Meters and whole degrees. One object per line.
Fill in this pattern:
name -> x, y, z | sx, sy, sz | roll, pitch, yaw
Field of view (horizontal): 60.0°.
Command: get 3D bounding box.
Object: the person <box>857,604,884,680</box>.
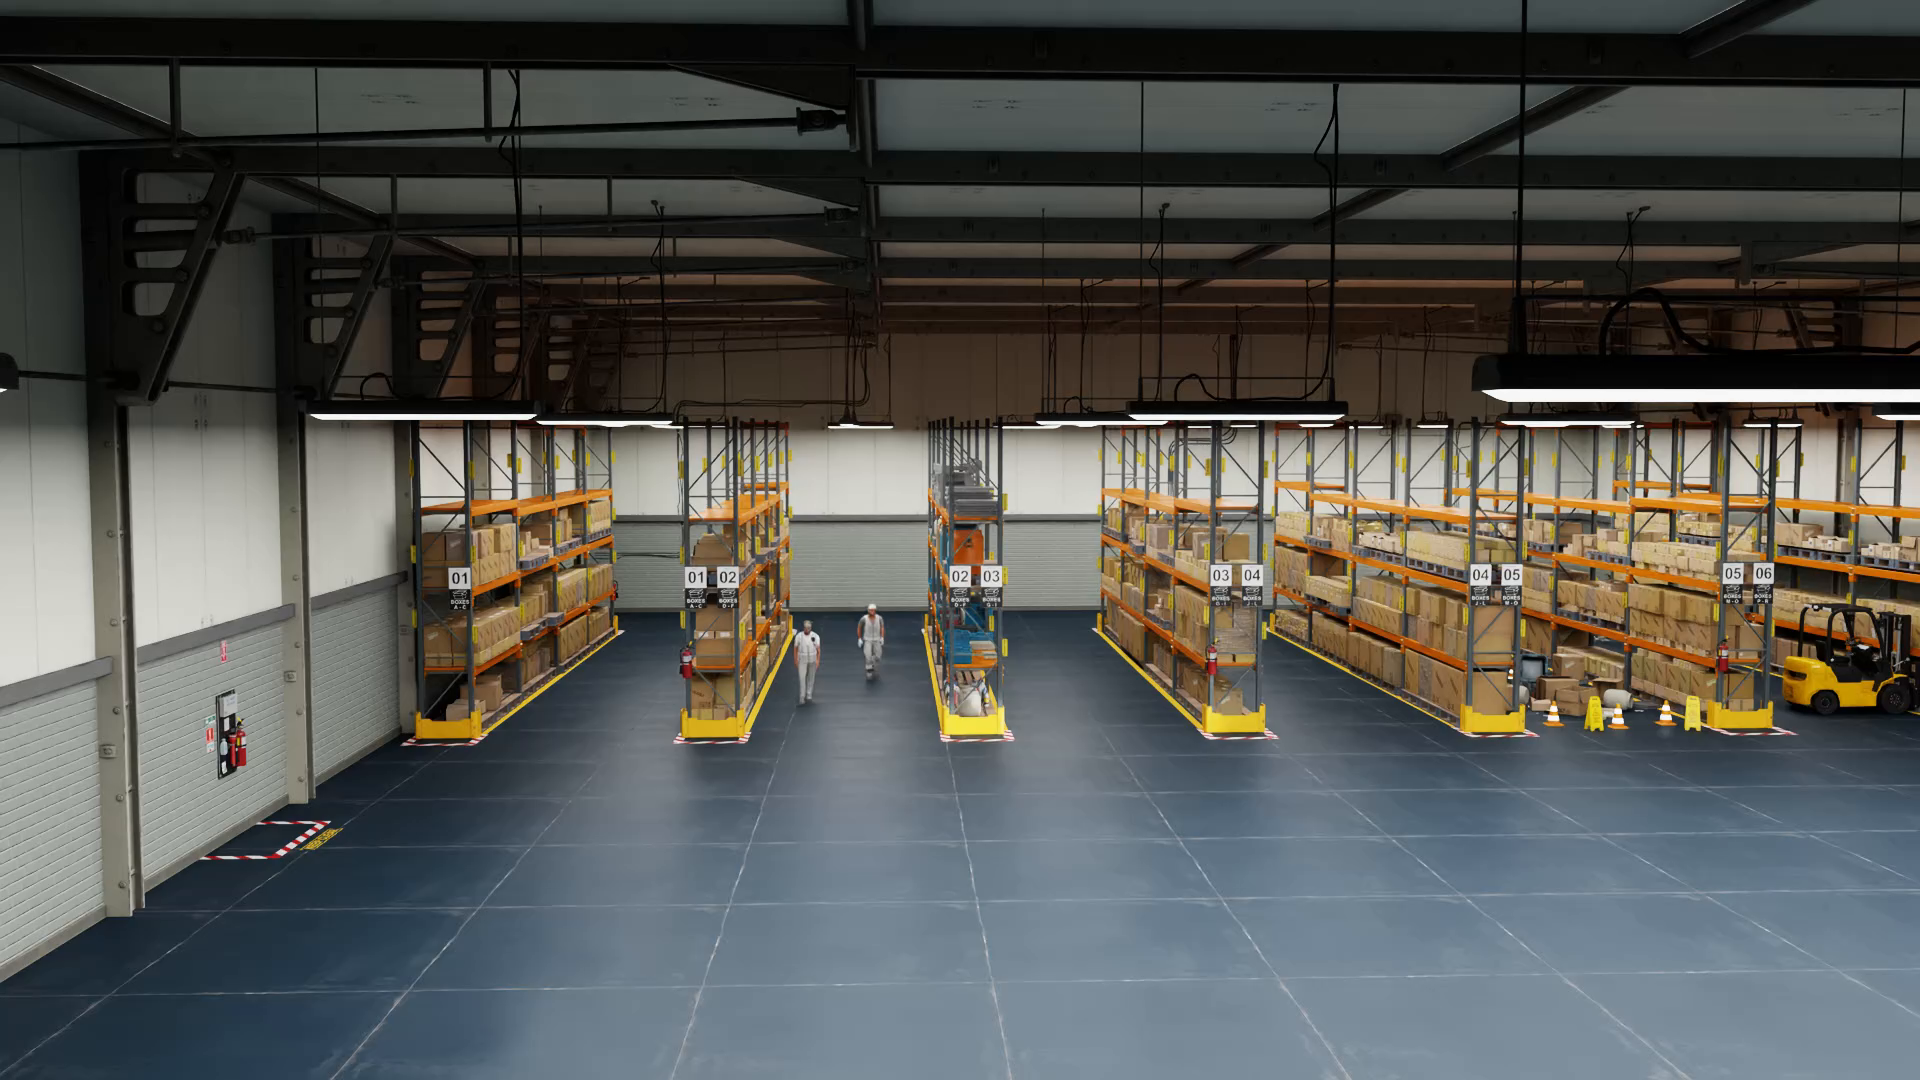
person -> -2.078, 2.338, 38.507 | 0.622, 1.762, 0.703 | -1, 4, -17

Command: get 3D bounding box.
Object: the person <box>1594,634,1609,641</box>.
person -> 17.543, 1.979, 45.339 | 0.415, 1.609, 0.511 | -2, 4, -25

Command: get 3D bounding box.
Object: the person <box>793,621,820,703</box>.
person -> -3.214, 2.550, 35.130 | 0.547, 1.710, 0.983 | -1, 4, -16
